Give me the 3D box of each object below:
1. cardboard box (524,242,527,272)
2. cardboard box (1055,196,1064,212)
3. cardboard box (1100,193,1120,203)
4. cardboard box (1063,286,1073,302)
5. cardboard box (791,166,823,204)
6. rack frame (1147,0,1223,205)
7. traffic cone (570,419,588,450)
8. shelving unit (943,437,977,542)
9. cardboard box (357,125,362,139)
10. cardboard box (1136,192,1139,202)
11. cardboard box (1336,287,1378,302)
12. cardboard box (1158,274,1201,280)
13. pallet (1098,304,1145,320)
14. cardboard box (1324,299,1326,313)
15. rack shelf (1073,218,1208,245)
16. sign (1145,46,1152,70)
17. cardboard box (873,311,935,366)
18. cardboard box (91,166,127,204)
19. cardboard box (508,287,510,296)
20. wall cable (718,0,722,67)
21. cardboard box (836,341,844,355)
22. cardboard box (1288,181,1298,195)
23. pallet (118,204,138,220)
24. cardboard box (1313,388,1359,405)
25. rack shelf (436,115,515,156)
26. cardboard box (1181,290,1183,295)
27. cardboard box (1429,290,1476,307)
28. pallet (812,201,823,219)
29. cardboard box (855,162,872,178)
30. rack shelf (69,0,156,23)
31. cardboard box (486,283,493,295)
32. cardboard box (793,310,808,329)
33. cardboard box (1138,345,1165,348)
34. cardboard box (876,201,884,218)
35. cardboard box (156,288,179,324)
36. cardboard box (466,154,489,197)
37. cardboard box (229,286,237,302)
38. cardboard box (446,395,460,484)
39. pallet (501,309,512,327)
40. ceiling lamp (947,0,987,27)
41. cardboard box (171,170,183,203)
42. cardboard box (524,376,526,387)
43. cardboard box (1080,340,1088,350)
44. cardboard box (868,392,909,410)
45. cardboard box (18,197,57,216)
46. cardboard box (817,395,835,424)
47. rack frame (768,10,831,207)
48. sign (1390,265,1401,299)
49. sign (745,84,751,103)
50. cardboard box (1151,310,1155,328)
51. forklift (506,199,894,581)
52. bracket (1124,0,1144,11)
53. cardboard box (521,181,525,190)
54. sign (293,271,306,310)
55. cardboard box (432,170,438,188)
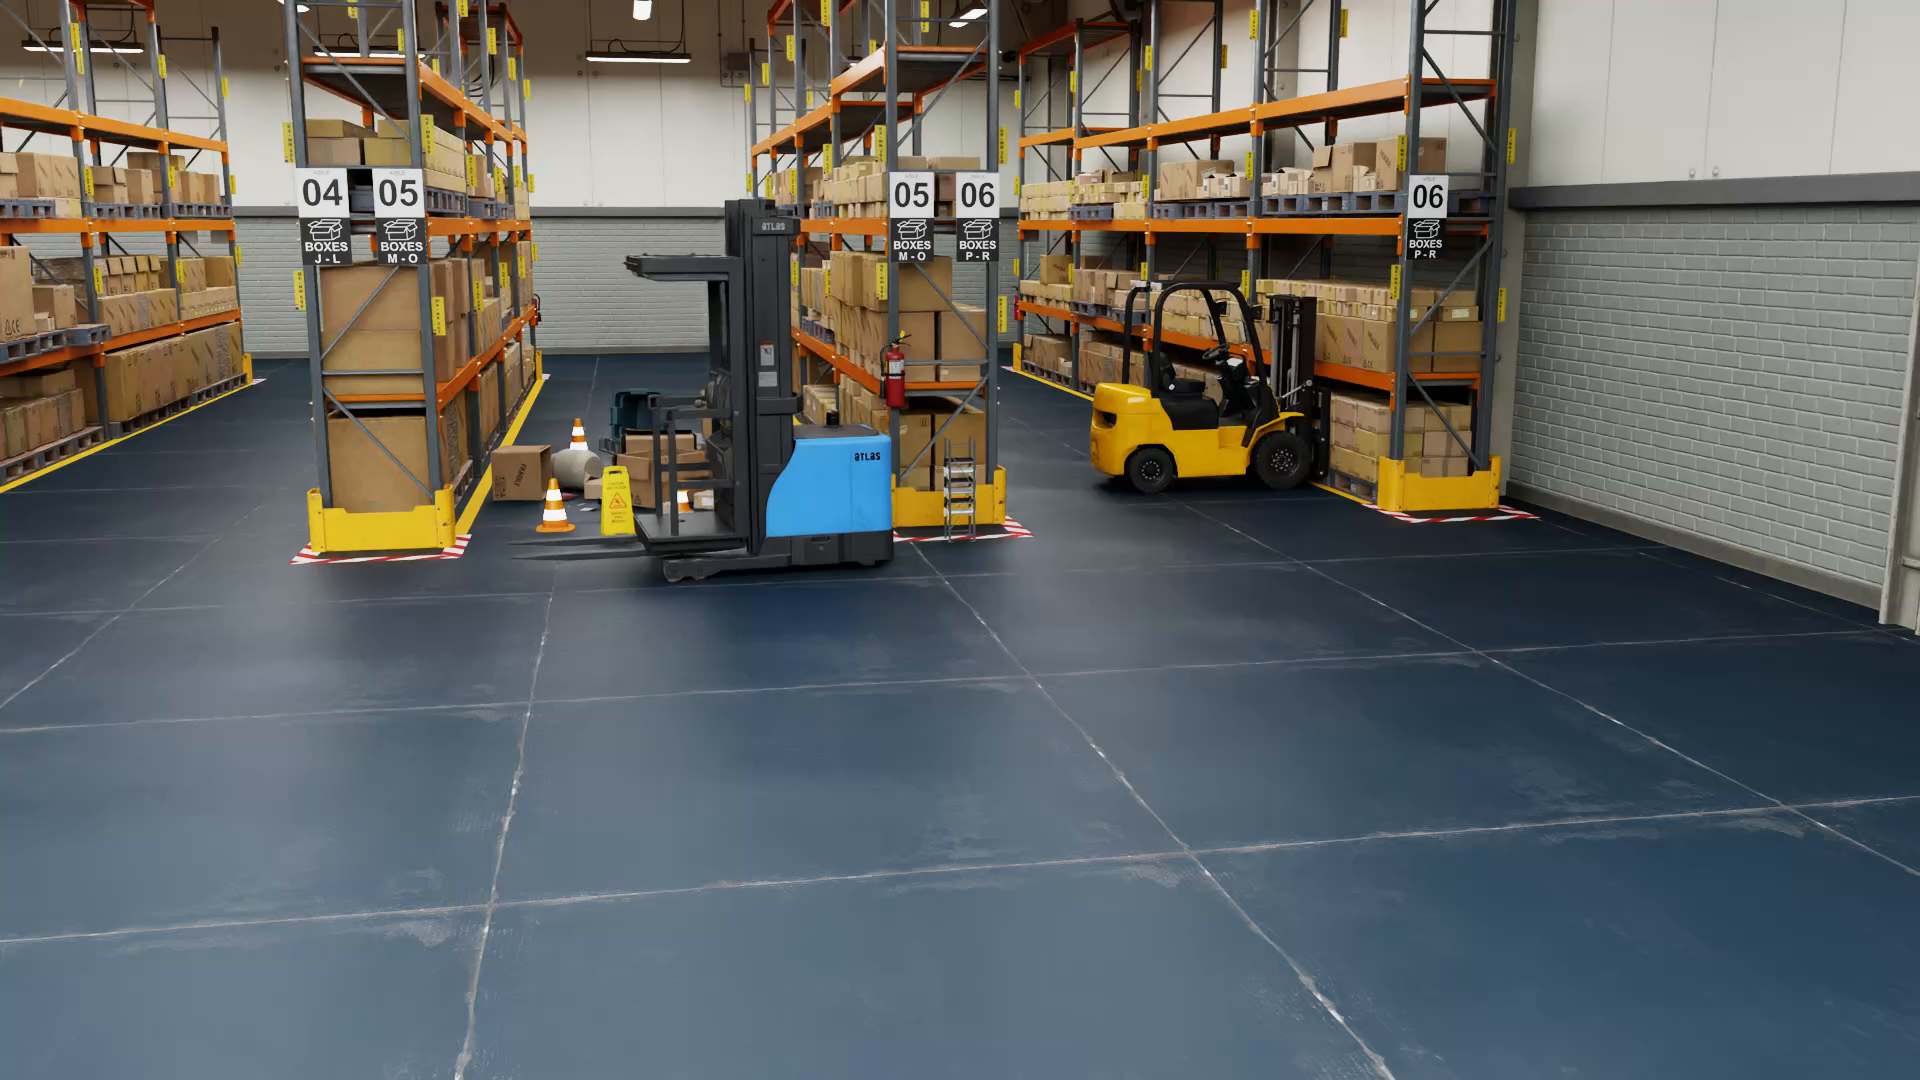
[{"bbox_3d":[-7.457,-4.687,27.561,0.500,0.500,0.500,-3,11,-13],"label":"cardboard box"},{"bbox_3d":[1.927,-5.726,28.344,0.500,0.250,0.500,-3,11,-13],"label":"cardboard box"},{"bbox_3d":[2.370,-5.261,25.576,0.380,0.149,0.250,-2,11,-10],"label":"cardboard box"},{"bbox_3d":[2.040,-4.163,28.152,0.500,0.250,0.500,-2,11,-10],"label":"cardboard box"},{"bbox_3d":[-1.934,-4.886,22.921,0.797,0.503,0.637,-3,11,-15],"label":"cardboard box"},{"bbox_3d":[3.156,-6.220,23.307,1.000,3.000,0.127,-2,11,-11],"label":"rack frame"},{"bbox_3d":[-4.550,-1.214,19.836,0.336,0.463,0.334,-2,11,-11],"label":"traffic cone"},{"bbox_3d":[-0.002,-0.444,14.620,0.258,0.900,0.210,-2,11,-11],"label":"shelving unit"},{"bbox_3d":[-5.539,-3.613,14.780,0.380,0.149,0.250,-2,11,-10],"label":"cardboard box"},{"bbox_3d":[2.793,-5.022,24.371,0.380,0.149,0.250,-2,11,-10],"label":"cardboard box"},{"bbox_3d":[4.145,-2.560,17.328,0.380,0.149,0.250,-2,11,-10],"label":"cardboard box"},{"bbox_3d":[3.209,-3.628,24.345,0.500,0.500,0.500,-2,11,-8],"label":"cardboard box"},{"bbox_3d":[2.773,-3.535,25.759,1.003,0.211,1.213,-2,11,-11],"label":"pallet"},{"bbox_3d":[4.136,-2.510,17.859,0.380,0.149,0.250,-2,11,-11],"label":"cardboard box"},{"bbox_3d":[2.767,-4.759,25.582,1.077,0.370,4.000,-2,11,-11],"label":"rack shelf"},{"bbox_3d":[2.626,-6.696,23.099,0.100,0.325,0.005,-2,11,-11],"label":"sign"},{"bbox_3d":[-0.532,-1.909,15.640,0.500,0.500,0.500,-2,11,-12],"label":"cardboard box"},{"bbox_3d":[-11.851,-4.835,22.657,0.797,0.503,0.637,-2,11,-12],"label":"cardboard box"},{"bbox_3d":[-7.003,-3.741,25.084,0.380,0.149,0.250,-2,11,-11],"label":"cardboard box"},{"bbox_3d":[-6.169,-11.429,34.632,2.355,3.000,0.029,-2,11,-11],"label":"wall cable"},{"bbox_3d":[-1.188,-2.165,18.720,0.380,0.149,0.250,-2,11,-11],"label":"cardboard box"},{"bbox_3d":[3.873,-3.910,18.477,0.380,0.149,0.250,-2,11,-9],"label":"cardboard box"},{"bbox_3d":[-11.831,-4.433,22.447,1.003,0.211,1.213,-2,11,-8],"label":"pallet"},{"bbox_3d":[4.012,-1.504,18.132,0.500,0.250,0.500,-2,11,-12],"label":"cardboard box"},{"bbox_3d":[-6.937,-5.657,23.343,1.077,0.370,4.000,-2,11,-11],"label":"rack shelf"},{"bbox_3d":[3.199,-3.384,22.449,0.380,0.149,0.250,-2,11,-10],"label":"cardboard box"},{"bbox_3d":[4.856,-2.389,16.425,0.380,0.149,0.250,-2,11,-12],"label":"cardboard box"},{"bbox_3d":[-1.155,-4.046,20.412,1.213,0.211,1.003,-2,11,-11],"label":"pallet"},{"bbox_3d":[-0.843,-3.697,16.616,0.380,0.149,0.250,-2,11,-10],"label":"cardboard box"},{"bbox_3d":[-11.822,-7.324,22.145,1.077,0.370,4.000,-2,11,-11],"label":"rack shelf"},{"bbox_3d":[-6.449,-3.361,22.288,0.380,0.149,0.250,-2,11,-11],"label":"cardboard box"},{"bbox_3d":[-2.065,-3.101,23.367,0.500,0.250,0.500,-3,11,-13],"label":"cardboard box"},{"bbox_3d":[3.026,-3.010,26.317,0.380,0.149,0.250,-2,11,-10],"label":"cardboard box"},{"bbox_3d":[-0.581,-3.074,15.474,0.380,0.149,0.250,-2,11,-11],"label":"cardboard box"},{"bbox_3d":[-11.852,-3.438,24.469,0.500,0.500,0.500,-2,11,-11],"label":"cardboard box"},{"bbox_3d":[-5.935,-4.362,19.913,0.500,0.500,0.500,-2,11,-11],"label":"cardboard box"},{"bbox_3d":[-12.634,-4.191,28.301,0.500,0.250,0.500,-2,11,-12],"label":"cardboard box"},{"bbox_3d":[-5.537,-1.039,16.690,0.875,0.875,0.875,-2,11,-11],"label":"cardboard box"},{"bbox_3d":[-6.973,-3.160,23.790,1.003,0.211,1.213,-2,11,-11],"label":"pallet"},{"bbox_3d":[0.385,-9.587,25.388,0.800,3.185,2.000,-2,11,-11],"label":"ceiling lamp"},{"bbox_3d":[-12.522,-5.483,25.800,0.700,0.500,0.500,-2,11,-8],"label":"cardboard box"},{"bbox_3d":[-7.082,-2.511,26.366,0.380,0.149,0.250,-3,11,-13],"label":"cardboard box"},{"bbox_3d":[2.187,-3.228,27.459,0.380,0.149,0.250,-2,11,-8],"label":"cardboard box"},{"bbox_3d":[-0.705,-1.369,16.357,0.380,0.149,0.250,-2,11,-9],"label":"cardboard box"},{"bbox_3d":[-10.895,-3.870,19.385,0.500,0.250,0.500,-2,11,-9],"label":"cardboard box"},{"bbox_3d":[-1.319,-1.628,21.134,0.950,0.372,0.625,-2,11,-9],"label":"cardboard box"},{"bbox_3d":[-2.490,-6.772,26.209,1.000,3.000,0.127,-2,11,-11],"label":"rack frame"},{"bbox_3d":[4.177,-2.473,15.938,0.100,0.325,0.005,-2,11,-11],"label":"sign"},{"bbox_3d":[-3.814,-8.023,29.861,0.100,0.325,0.005,-2,11,-11],"label":"sign"},{"bbox_3d":[3.002,-3.109,23.407,0.500,0.250,0.500,-2,11,-11],"label":"cardboard box"},{"bbox_3d":[-2.115,-1.226,13.299,3.031,2.935,1.130,-3,11,-17],"label":"forklift"},{"bbox_3d":[2.859,-8.793,27.200,0.235,0.232,0.430,-2,11,-11],"label":"bracket"},{"bbox_3d":[-7.591,-6.011,28.229,0.380,0.149,0.250,-2,11,-10],"label":"cardboard box"},{"bbox_3d":[-5.527,-2.093,13.943,0.100,0.325,0.005,-2,11,-11],"label":"sign"},{"bbox_3d":[-4.843,-3.198,14.737,0.380,0.149,0.250,-2,11,-11],"label":"cardboard box"}]
